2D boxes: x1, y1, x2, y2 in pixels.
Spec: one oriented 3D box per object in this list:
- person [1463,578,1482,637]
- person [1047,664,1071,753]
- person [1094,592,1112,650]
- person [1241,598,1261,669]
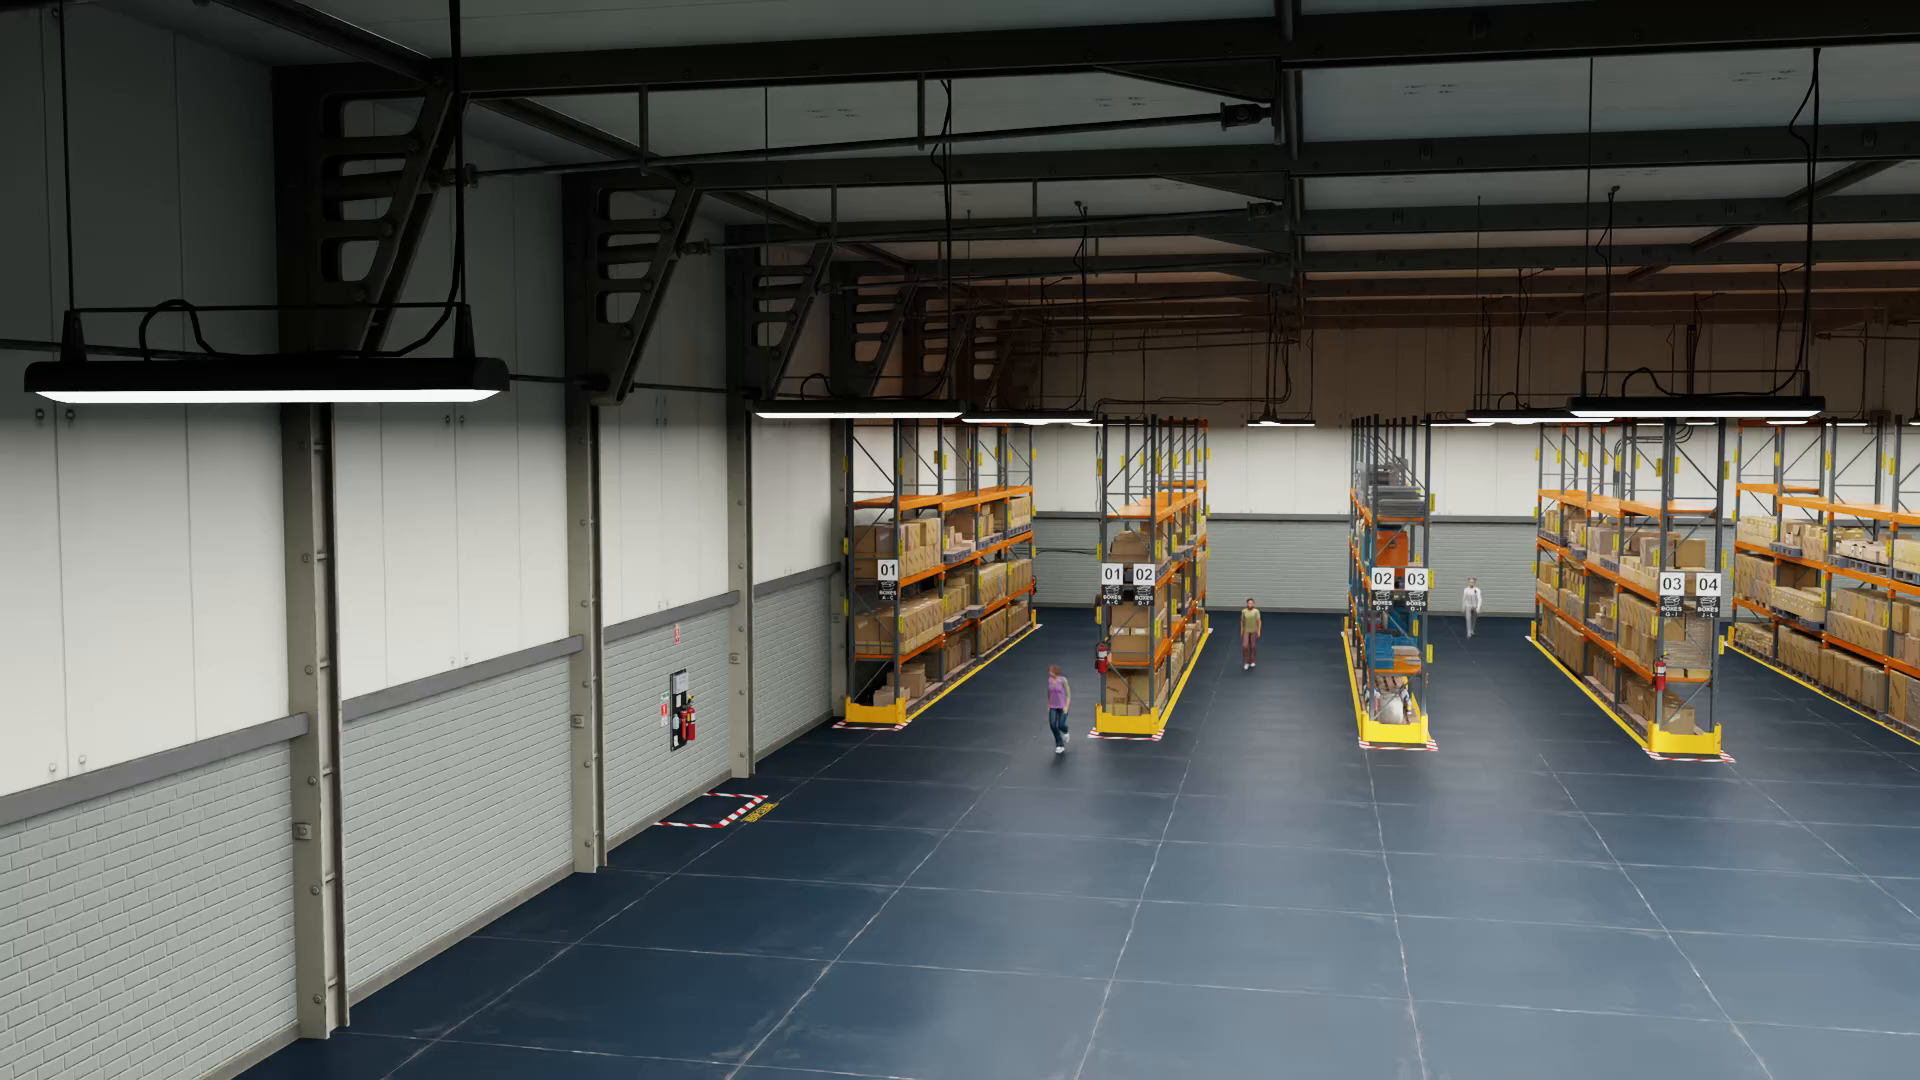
[{"bbox_3d":[14.105,1.838,45.707,0.450,1.611,1.045,0,4,6],"label":"person"},{"bbox_3d":[1.765,2.981,29.558,0.481,1.568,0.491,2,4,30],"label":"person"},{"bbox_3d":[3.763,1.978,43.009,0.617,1.775,0.592,1,4,11],"label":"person"},{"bbox_3d":[6.981,2.245,39.932,0.490,1.725,0.537,1,4,14],"label":"person"}]
